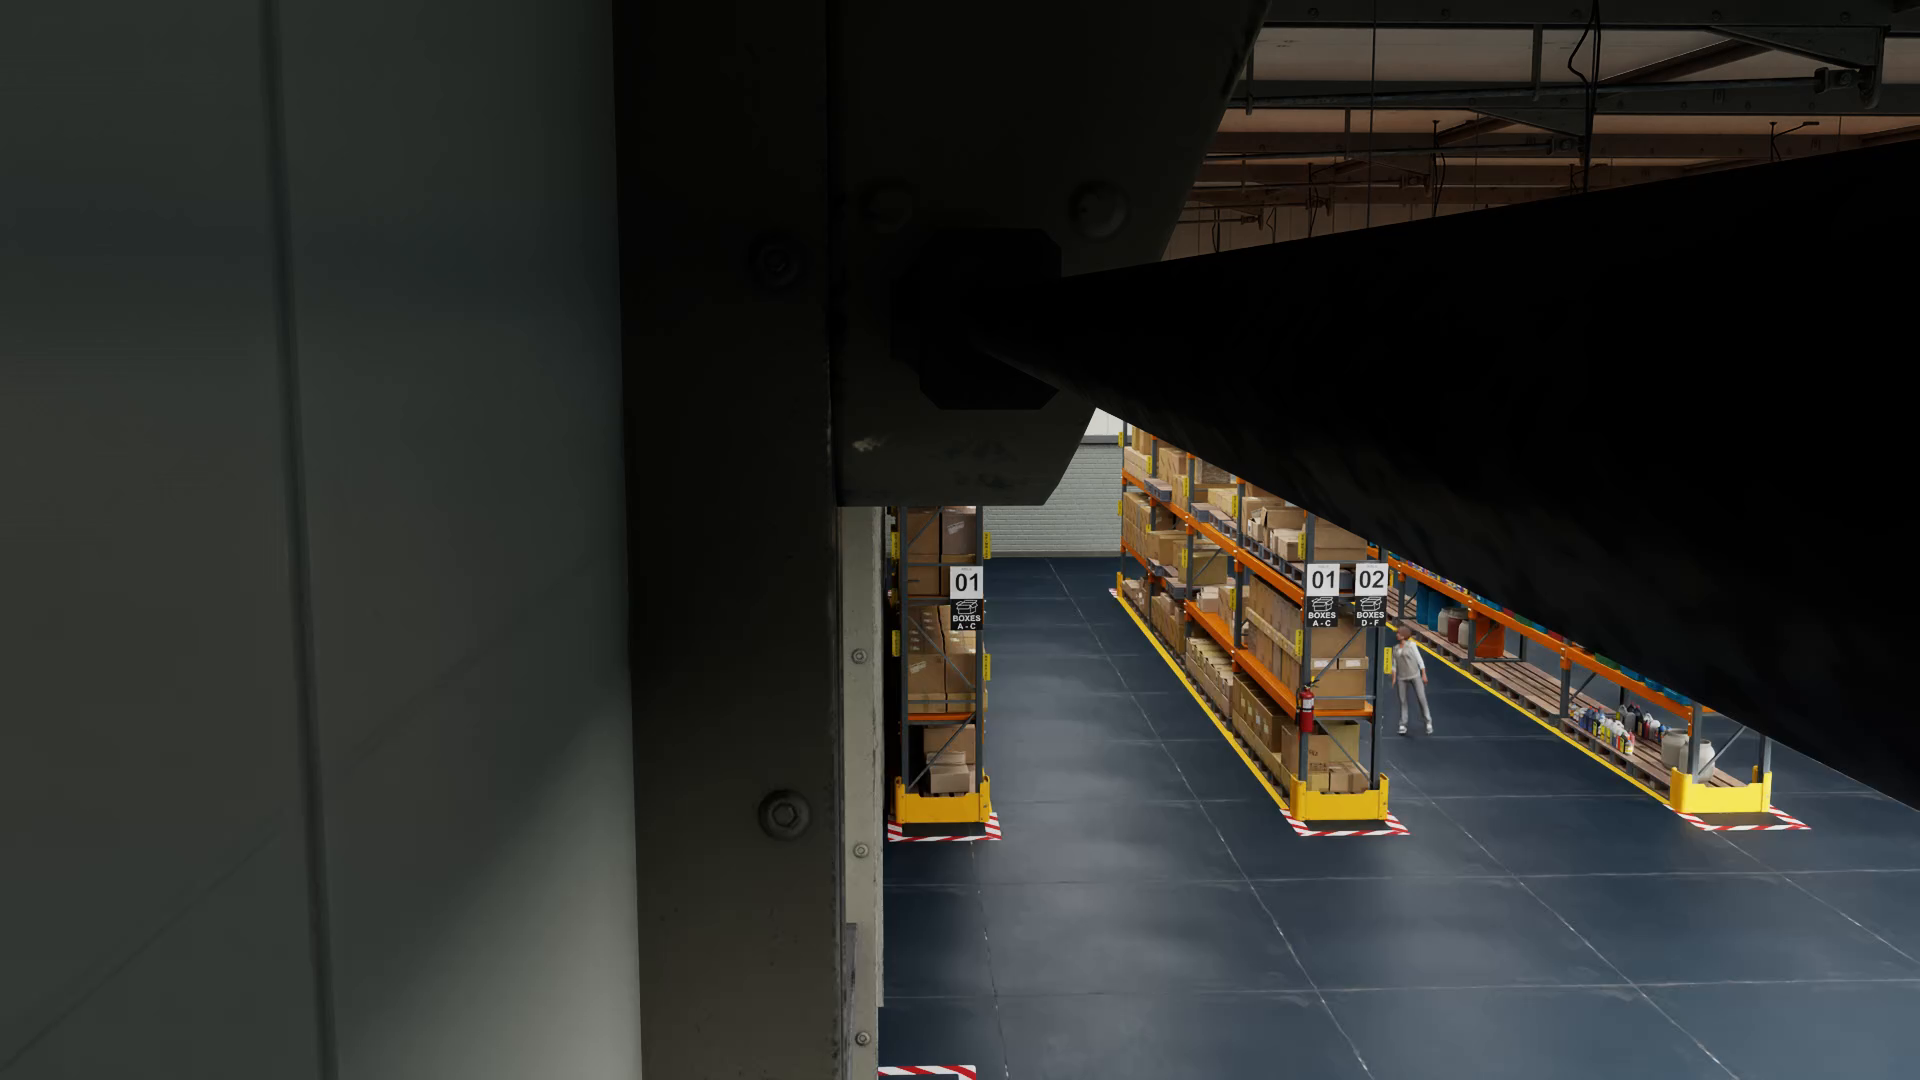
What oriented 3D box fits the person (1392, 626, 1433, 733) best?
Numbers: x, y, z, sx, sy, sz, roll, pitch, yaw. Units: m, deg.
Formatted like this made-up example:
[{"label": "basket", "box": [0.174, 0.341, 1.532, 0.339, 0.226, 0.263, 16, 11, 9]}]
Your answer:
[{"label": "person", "box": [6.702, 2.090, 24.617, 0.651, 1.580, 0.377, 5, 9, 31]}]
